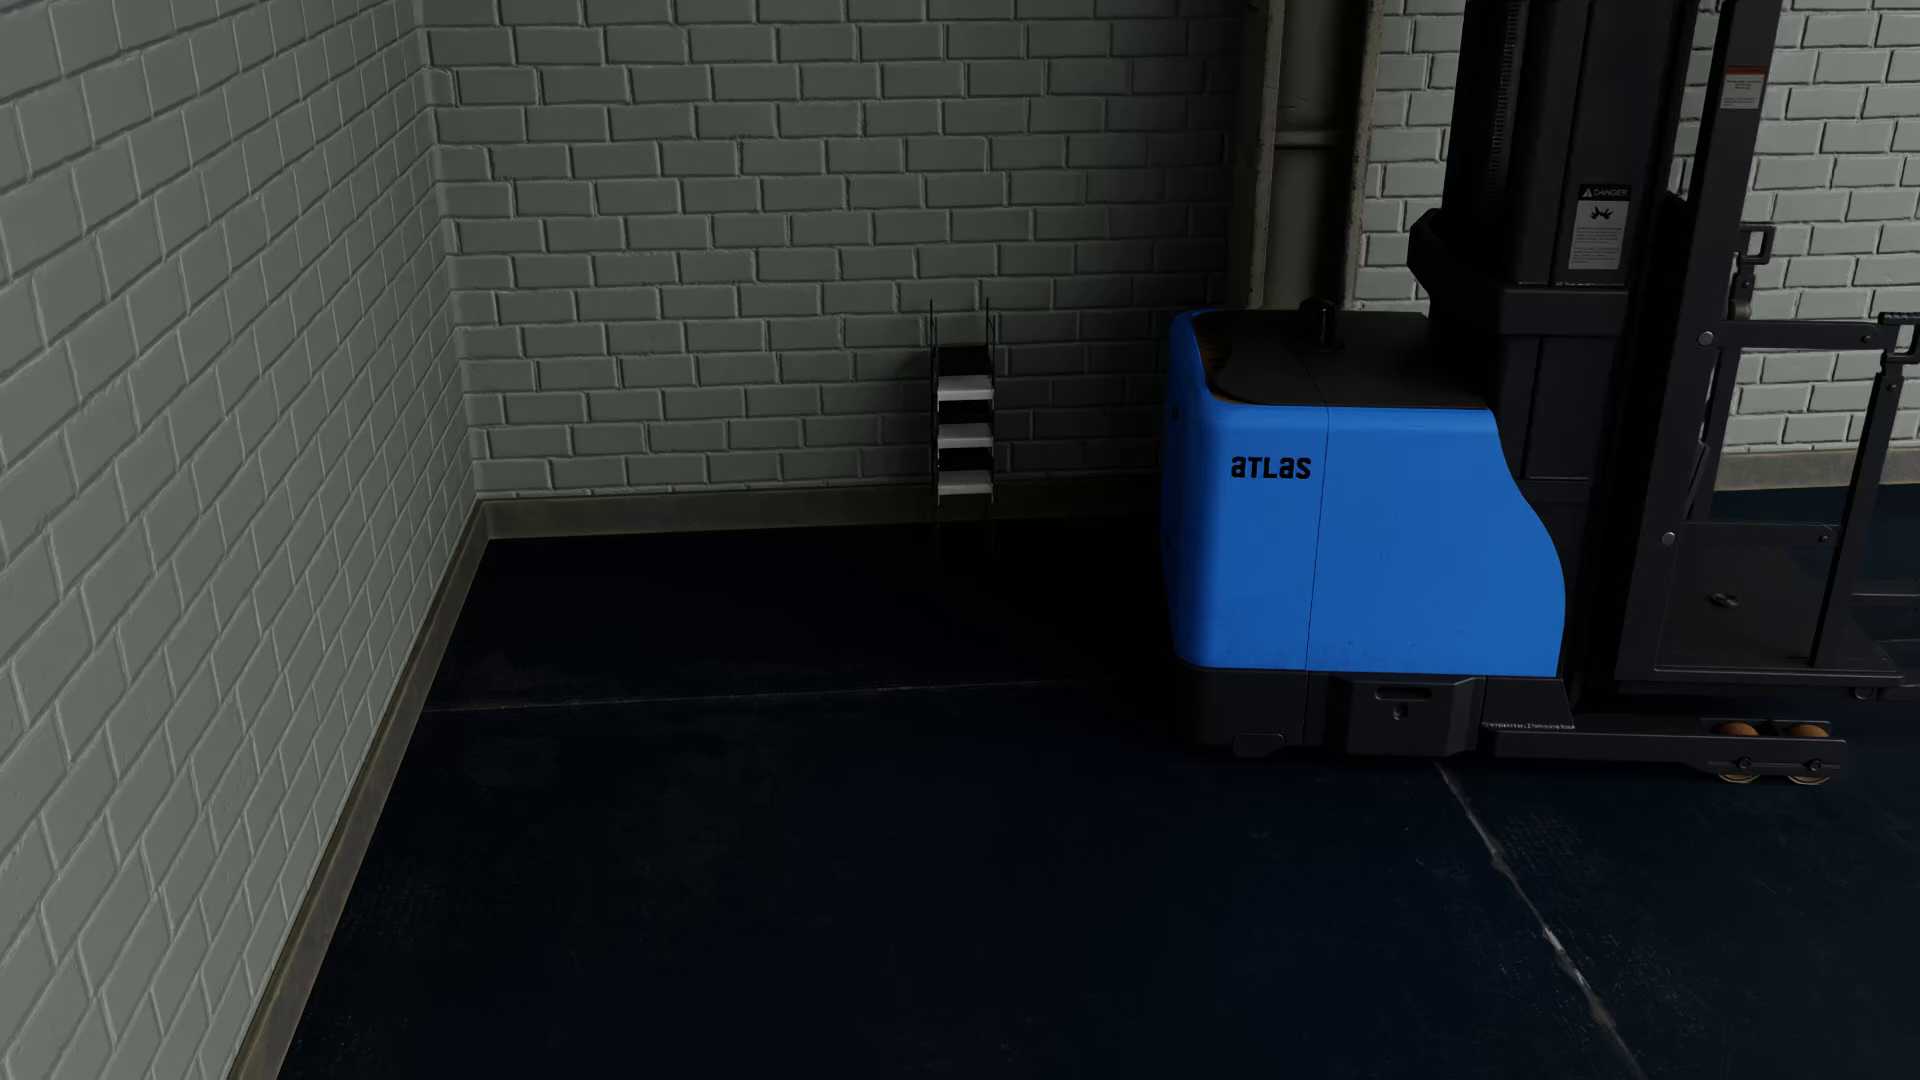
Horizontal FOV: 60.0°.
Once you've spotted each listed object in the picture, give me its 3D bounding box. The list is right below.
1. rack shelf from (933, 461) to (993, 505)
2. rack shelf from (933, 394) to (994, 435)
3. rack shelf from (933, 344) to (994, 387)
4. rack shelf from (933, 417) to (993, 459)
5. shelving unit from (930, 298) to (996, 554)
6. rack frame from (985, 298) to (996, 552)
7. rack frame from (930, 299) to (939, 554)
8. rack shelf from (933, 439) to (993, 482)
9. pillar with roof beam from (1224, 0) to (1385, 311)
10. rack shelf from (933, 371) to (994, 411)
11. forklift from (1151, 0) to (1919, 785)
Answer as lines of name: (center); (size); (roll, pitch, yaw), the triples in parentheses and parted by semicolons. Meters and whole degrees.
rack shelf: (0.008, -0.217, 6.155); (0.200, 0.077, 0.258); (-2, 24, -5)
rack shelf: (0.008, -0.463, 6.045); (0.200, 0.077, 0.258); (-2, 24, -5)
rack shelf: (0.008, -0.628, 5.972); (0.200, 0.077, 0.258); (-2, 24, -5)
rack shelf: (0.008, -0.381, 6.081); (0.200, 0.077, 0.258); (-2, 24, -5)
shelving unit: (0.008, -0.412, 6.068); (0.210, 0.900, 0.258); (-2, 24, -5)
rack frame: (0.109, -0.416, 6.077); (0.006, 0.900, 0.240); (-2, 24, -5)
rack frame: (-0.093, -0.407, 6.059); (0.006, 0.900, 0.240); (-2, 24, -5)
rack shelf: (0.008, -0.299, 6.118); (0.200, 0.077, 0.258); (-2, 24, -5)
pillar with roof beam: (1.620, -2.446, 0.675); (0.400, 9.000, 9.100); (-2, 24, -5)
rack shelf: (0.008, -0.546, 6.008); (0.200, 0.077, 0.258); (-2, 24, -5)
forklift: (2.138, -0.870, 4.600); (3.031, 2.935, 1.130); (1, 24, 3)
